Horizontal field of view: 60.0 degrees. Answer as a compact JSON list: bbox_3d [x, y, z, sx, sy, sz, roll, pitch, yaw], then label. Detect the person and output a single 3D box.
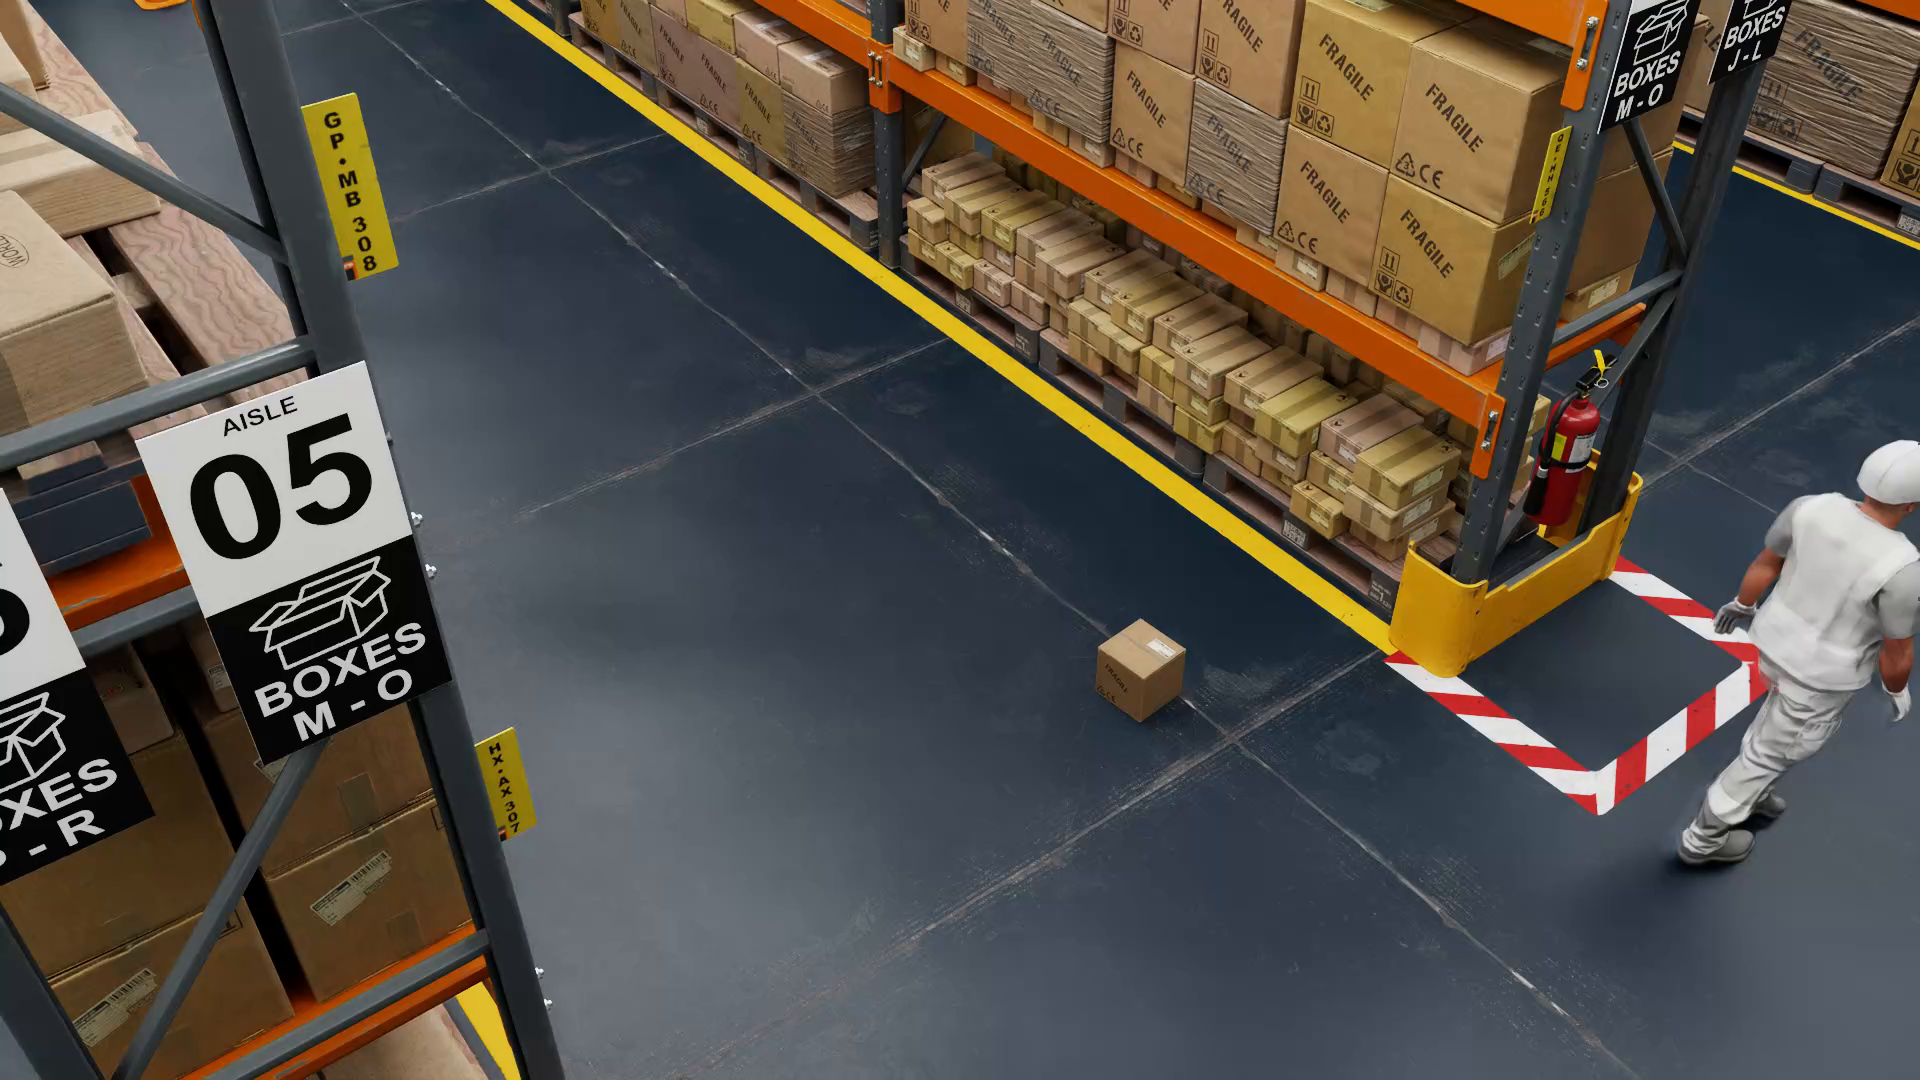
[{"bbox_3d":[2.870,0.406,5.664,0.615,1.837,0.657,-19,44,-21],"label":"person"}]
